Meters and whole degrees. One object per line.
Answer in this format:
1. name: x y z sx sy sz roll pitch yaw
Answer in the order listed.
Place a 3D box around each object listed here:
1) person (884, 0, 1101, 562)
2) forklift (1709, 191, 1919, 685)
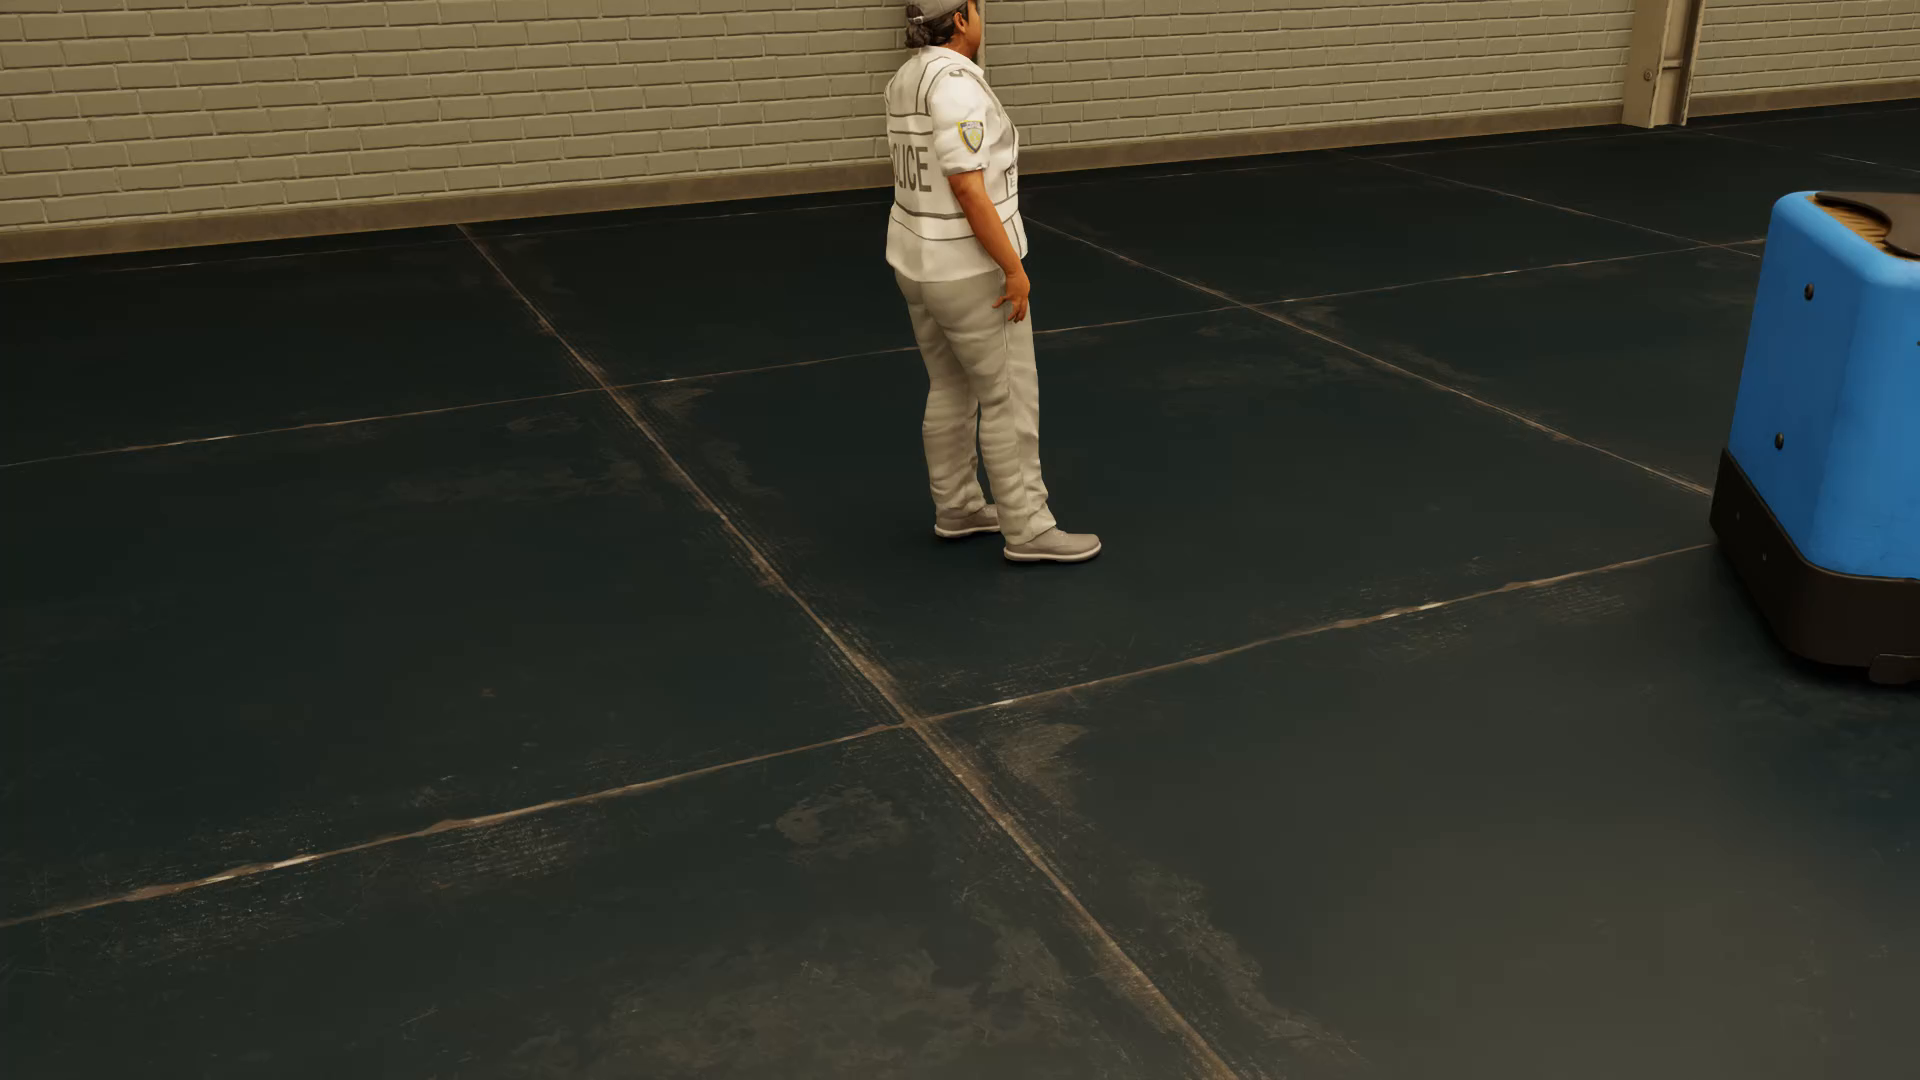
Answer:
1. person: 0.079 -0.781 4.795 0.529 1.670 0.598 -10 25 -23
2. forklift: 3.680 -1.069 3.859 3.031 2.935 1.130 4 23 10
